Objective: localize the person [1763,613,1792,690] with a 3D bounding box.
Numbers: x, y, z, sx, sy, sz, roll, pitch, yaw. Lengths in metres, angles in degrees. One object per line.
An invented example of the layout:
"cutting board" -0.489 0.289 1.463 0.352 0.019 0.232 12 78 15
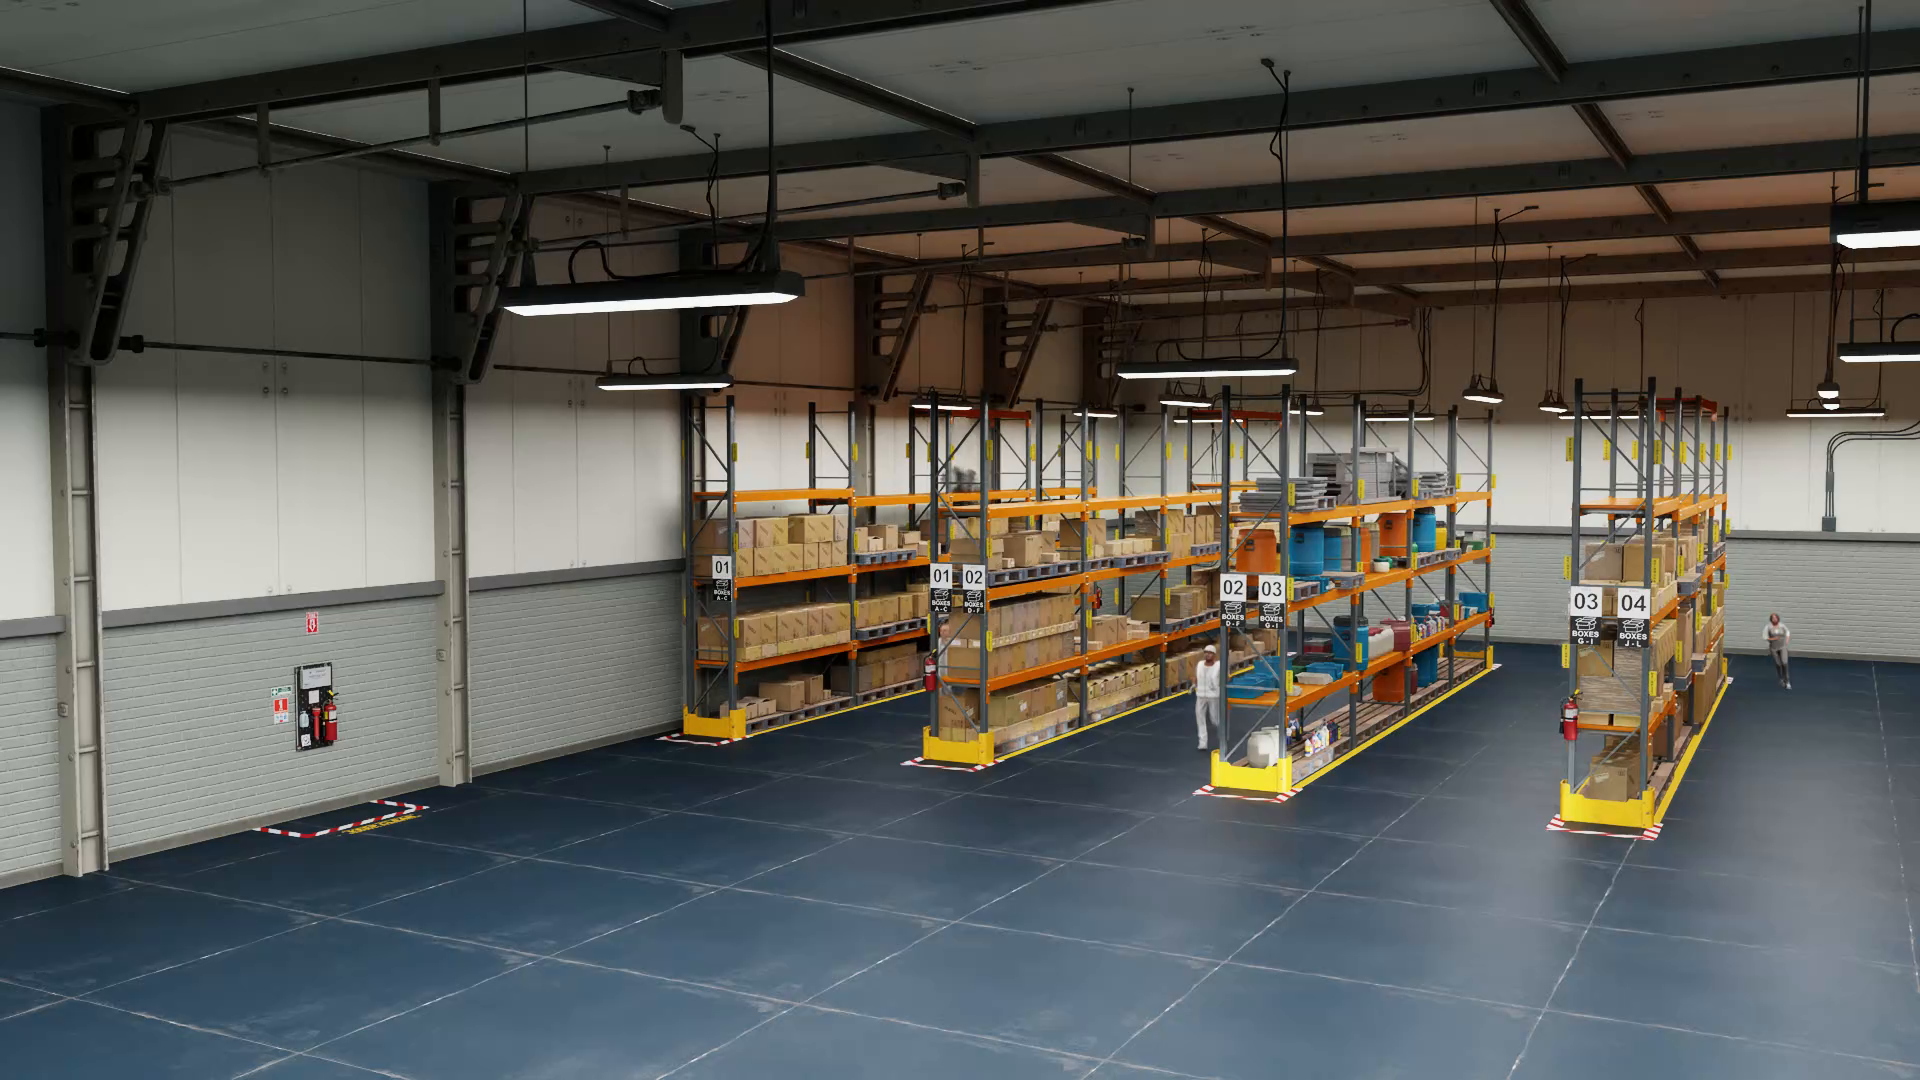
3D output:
"person" 17.377 2.364 35.374 0.572 1.621 0.688 1 3 23

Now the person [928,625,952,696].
"person" -0.310 2.476 31.299 0.697 1.741 0.639 1 3 18

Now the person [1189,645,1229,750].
"person" 4.210 2.650 28.104 0.696 1.749 0.818 2 3 29
